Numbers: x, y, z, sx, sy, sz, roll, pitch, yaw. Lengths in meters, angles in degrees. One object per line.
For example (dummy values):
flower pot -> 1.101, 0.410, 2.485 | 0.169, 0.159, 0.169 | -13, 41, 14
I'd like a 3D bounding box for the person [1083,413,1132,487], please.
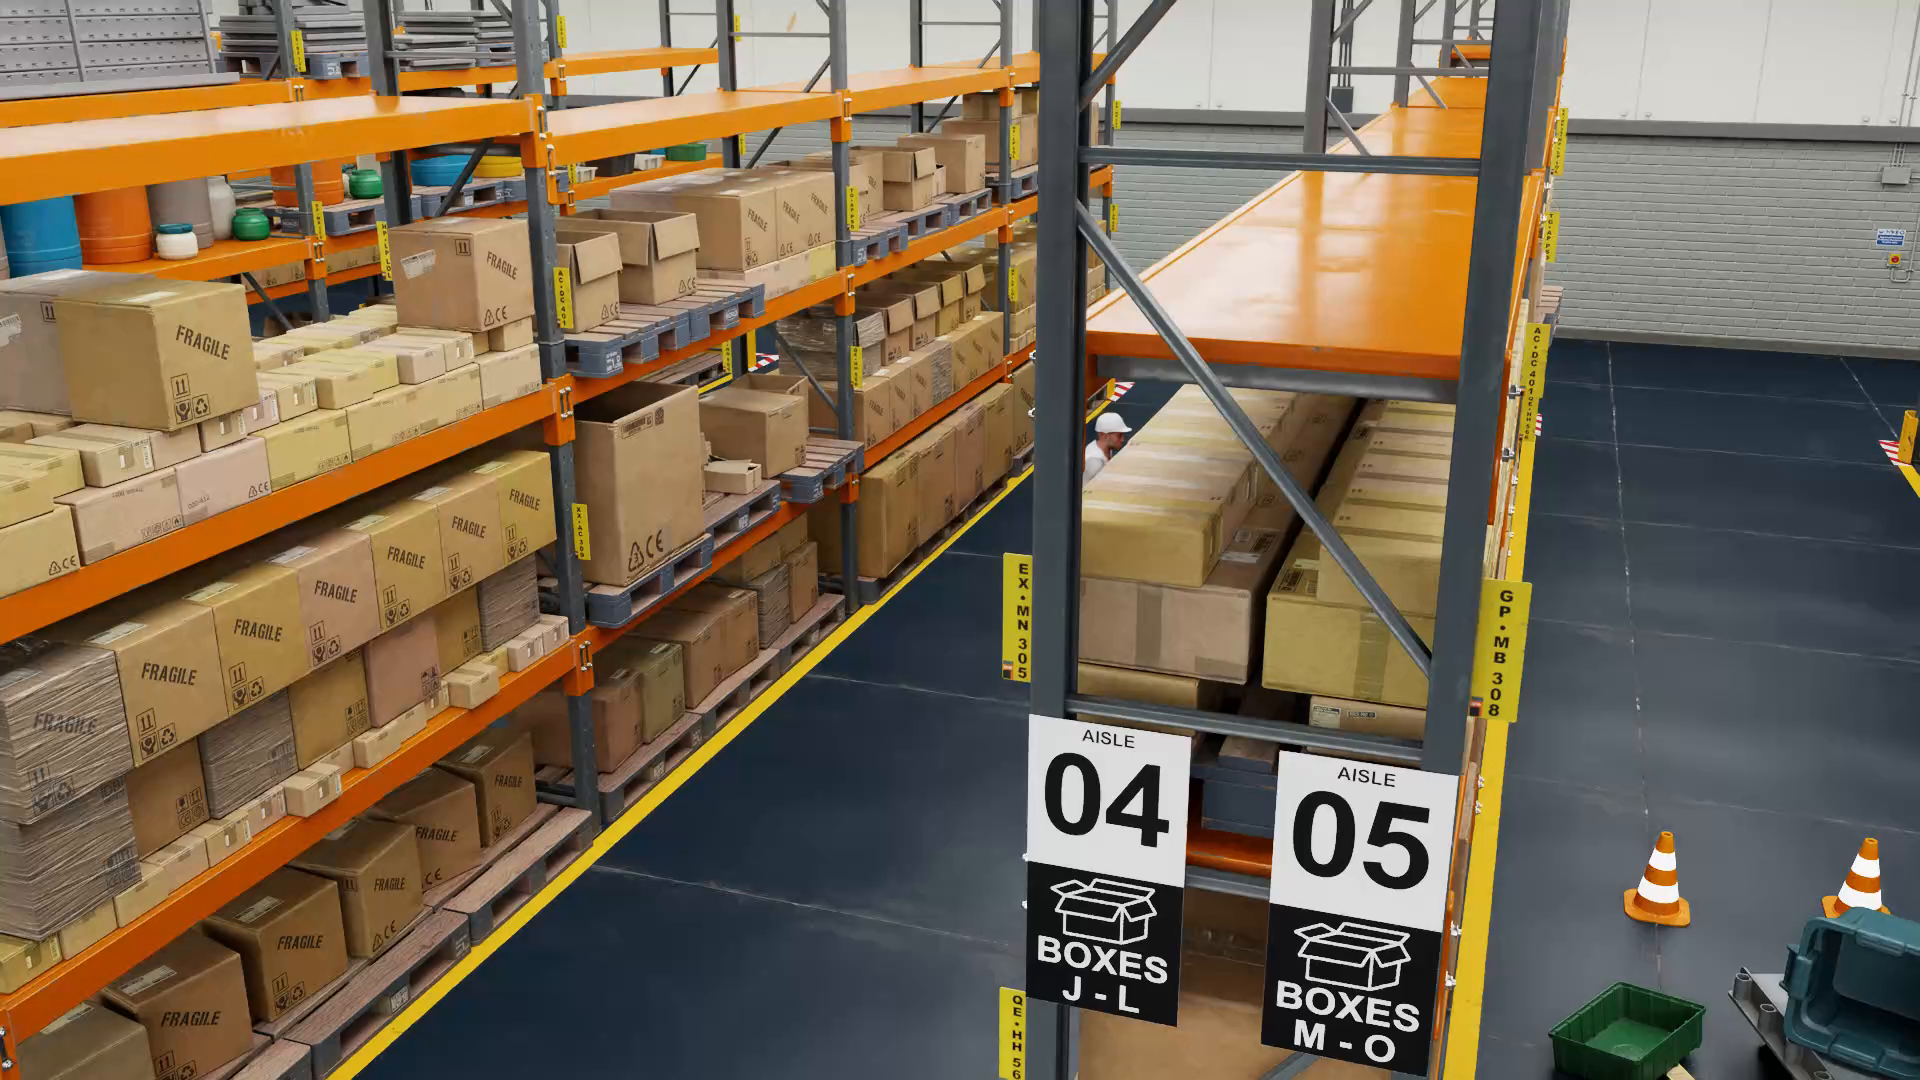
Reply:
person -> 1.078, -0.116, 12.888 | 0.453, 1.777, 0.608 | 5, 19, 16
